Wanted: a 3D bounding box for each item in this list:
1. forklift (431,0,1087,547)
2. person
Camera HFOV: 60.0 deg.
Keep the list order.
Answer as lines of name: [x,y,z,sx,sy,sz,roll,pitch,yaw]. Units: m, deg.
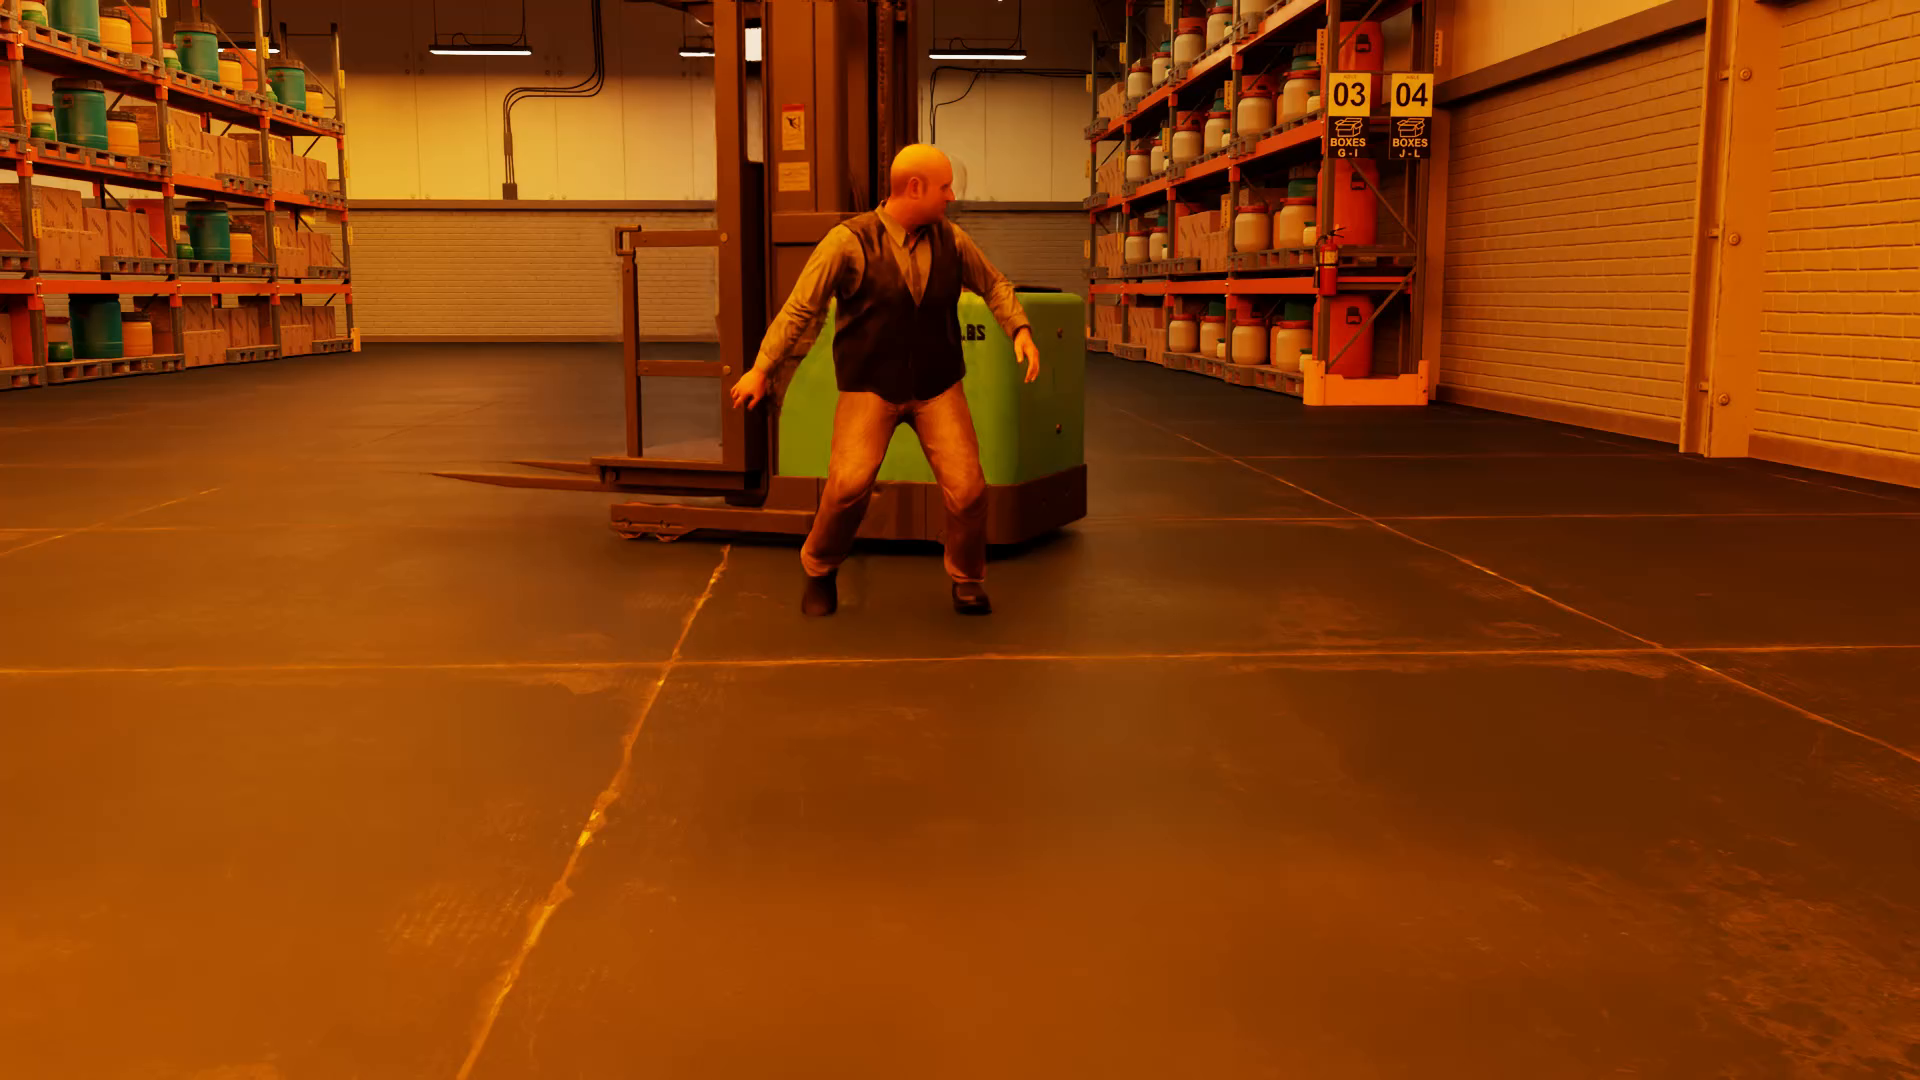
forklift: [-0.995,-1.509,7.491,3.031,2.935,1.130,3,9,22]
person: [-0.250,-0.479,5.499,0.967,1.608,0.502,-3,9,-17]
